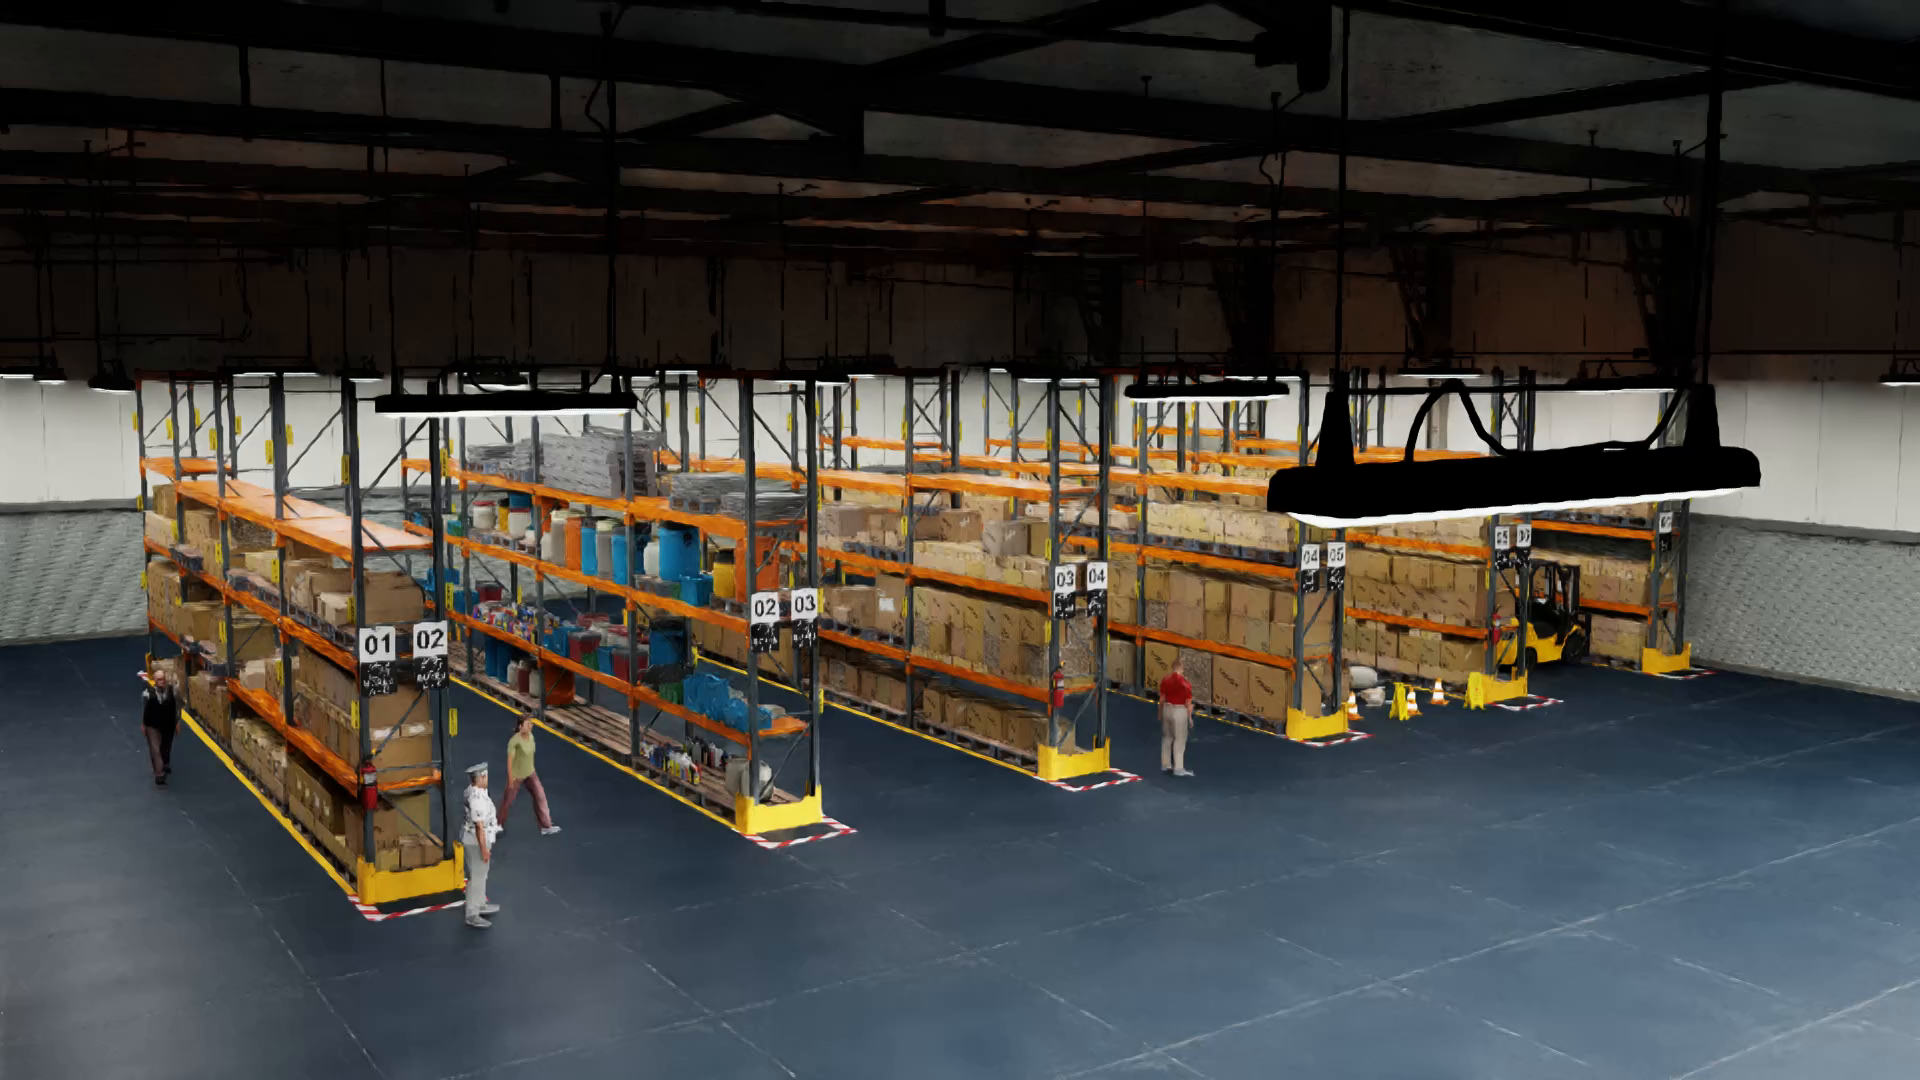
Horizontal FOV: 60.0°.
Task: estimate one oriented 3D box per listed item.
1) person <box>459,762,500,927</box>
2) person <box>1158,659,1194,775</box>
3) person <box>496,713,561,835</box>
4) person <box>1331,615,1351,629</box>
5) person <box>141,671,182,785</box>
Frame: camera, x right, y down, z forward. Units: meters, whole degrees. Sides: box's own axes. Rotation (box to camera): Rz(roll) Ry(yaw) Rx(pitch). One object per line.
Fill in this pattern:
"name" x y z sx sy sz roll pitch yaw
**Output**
"person" -5.348 3.359 18.521 0.423 1.763 0.641 -2 7 -20
"person" 3.253 2.637 25.024 0.651 1.729 0.409 6 9 45
"person" -5.743 3.071 21.840 0.953 1.622 0.484 4 8 33
"person" 8.661 1.217 37.875 0.555 1.664 0.586 -1 7 -8
"person" -11.778 2.733 24.574 0.543 1.649 1.109 -5 8 -36
